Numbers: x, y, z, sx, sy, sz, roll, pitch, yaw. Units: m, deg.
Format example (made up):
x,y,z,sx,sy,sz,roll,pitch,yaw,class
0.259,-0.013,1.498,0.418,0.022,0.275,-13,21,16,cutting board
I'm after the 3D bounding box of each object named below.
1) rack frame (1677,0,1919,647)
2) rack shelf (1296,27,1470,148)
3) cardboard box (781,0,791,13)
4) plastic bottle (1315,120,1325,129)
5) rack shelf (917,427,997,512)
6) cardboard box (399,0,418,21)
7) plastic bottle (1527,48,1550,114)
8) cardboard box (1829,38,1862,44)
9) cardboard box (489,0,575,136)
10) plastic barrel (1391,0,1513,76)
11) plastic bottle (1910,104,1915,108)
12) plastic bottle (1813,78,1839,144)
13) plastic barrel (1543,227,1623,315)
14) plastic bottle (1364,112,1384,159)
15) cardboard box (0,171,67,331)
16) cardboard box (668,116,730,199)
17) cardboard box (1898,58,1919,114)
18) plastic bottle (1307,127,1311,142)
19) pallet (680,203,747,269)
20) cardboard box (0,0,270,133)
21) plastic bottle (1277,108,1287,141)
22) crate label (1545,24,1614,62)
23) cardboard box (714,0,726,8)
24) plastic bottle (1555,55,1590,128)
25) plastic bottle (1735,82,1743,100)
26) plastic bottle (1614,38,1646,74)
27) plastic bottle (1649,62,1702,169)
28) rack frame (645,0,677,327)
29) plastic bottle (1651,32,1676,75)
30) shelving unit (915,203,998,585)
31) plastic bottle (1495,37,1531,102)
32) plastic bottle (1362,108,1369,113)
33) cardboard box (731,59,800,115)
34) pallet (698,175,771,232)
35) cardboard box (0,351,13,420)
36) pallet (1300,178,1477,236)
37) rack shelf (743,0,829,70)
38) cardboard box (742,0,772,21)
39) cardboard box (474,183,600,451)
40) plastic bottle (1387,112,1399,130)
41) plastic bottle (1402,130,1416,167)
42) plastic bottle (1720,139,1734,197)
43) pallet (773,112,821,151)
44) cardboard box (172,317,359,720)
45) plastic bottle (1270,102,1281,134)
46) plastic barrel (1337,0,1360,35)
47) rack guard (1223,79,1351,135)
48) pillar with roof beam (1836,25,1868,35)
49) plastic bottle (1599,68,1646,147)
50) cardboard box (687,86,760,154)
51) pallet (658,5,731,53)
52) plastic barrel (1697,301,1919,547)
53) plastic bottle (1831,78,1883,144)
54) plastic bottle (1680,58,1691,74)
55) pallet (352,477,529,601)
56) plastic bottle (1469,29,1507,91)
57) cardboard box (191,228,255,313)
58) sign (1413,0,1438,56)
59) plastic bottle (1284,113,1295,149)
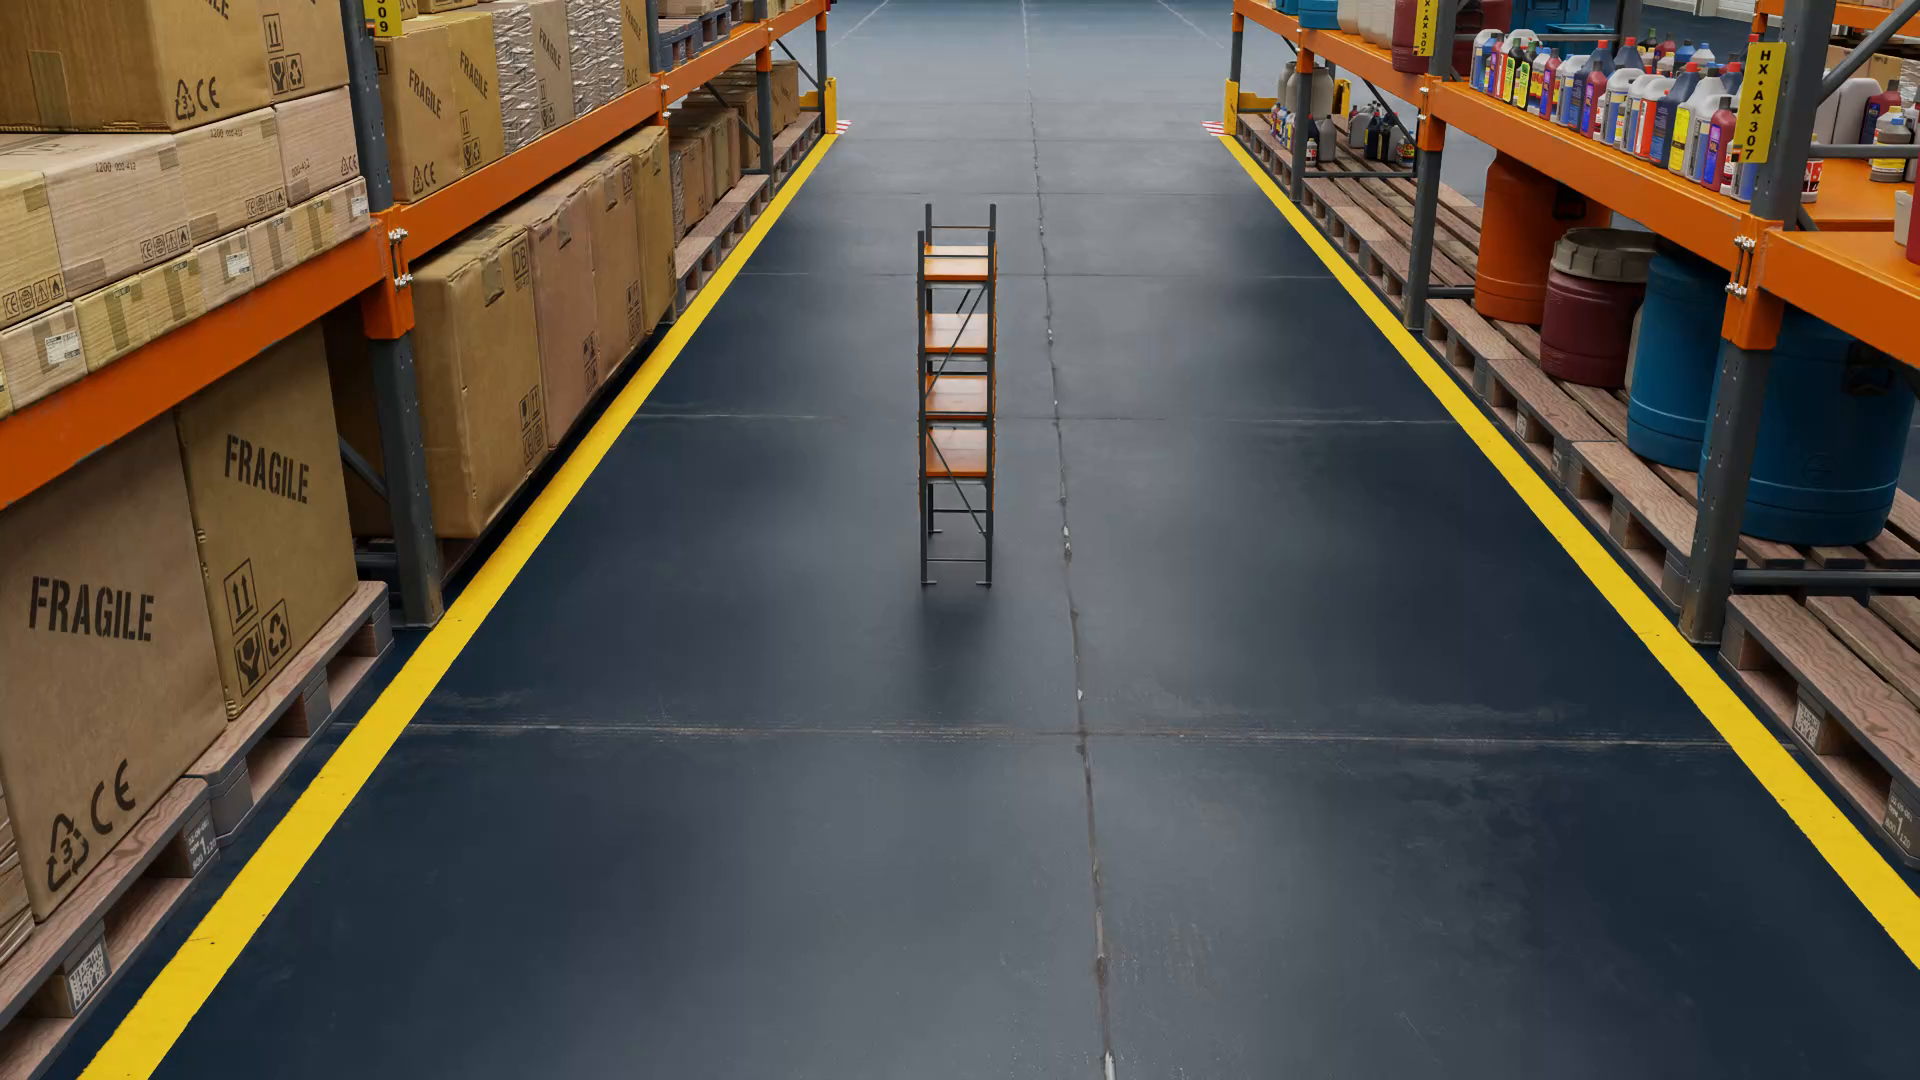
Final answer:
x,y,z,sx,sy,sz,roll,pitch,yaw,class
2.777,-1.083,4.673,1.000,3.000,0.127,1,21,2,rack frame
2.959,-2.917,10.394,1.077,0.370,4.000,1,21,2,rack shelf
-1.576,-4.348,13.436,0.380,0.149,0.250,1,21,2,cardboard box
2.906,-3.223,13.347,0.152,0.276,0.135,1,21,2,plastic bottle
-0.005,-0.252,5.754,0.258,0.148,0.480,1,21,2,rack shelf
-2.163,-1.883,5.209,0.797,0.503,0.637,0,21,0,cardboard box
2.506,-1.975,7.151,0.097,0.271,0.097,0,21,0,plastic bottle
7.841,-4.257,15.037,0.500,0.500,0.500,1,21,2,cardboard box
-1.870,-1.897,6.633,0.500,0.500,0.500,1,21,3,cardboard box
2.610,-2.763,8.816,0.600,0.536,0.708,1,21,2,plastic barrel
3.213,-1.360,5.565,0.097,0.271,0.097,0,21,0,plastic bottle
3.048,-1.524,5.983,0.152,0.276,0.135,1,21,2,plastic bottle
2.973,-1.183,7.789,0.421,0.512,0.421,0,21,0,plastic barrel
3.315,-3.234,13.272,0.144,0.351,0.185,1,21,2,plastic bottle
-1.973,-0.489,2.938,0.500,0.250,0.500,0,21,1,cardboard box
-2.004,-2.675,11.625,0.700,0.500,0.500,1,21,1,cardboard box
7.793,-3.534,13.173,0.500,0.500,0.500,1,21,2,cardboard box
2.705,-3.092,12.997,0.061,0.283,0.133,2,21,4,plastic bottle
-1.987,-2.006,10.907,1.003,0.211,1.213,1,21,2,pallet
-1.940,-1.205,3.748,0.500,0.500,0.500,1,21,2,cardboard box
2.761,-3.542,14.175,0.097,0.271,0.097,0,21,0,plastic bottle
3.286,-2.599,8.812,0.303,0.233,0.416,1,21,2,crate label
-1.891,-3.646,10.555,0.797,0.503,0.637,3,21,7,cardboard box
2.520,-1.817,6.736,0.152,0.276,0.135,1,21,2,plastic bottle
2.622,-1.394,5.543,0.144,0.351,0.185,1,21,2,plastic bottle
2.667,-1.841,6.695,0.144,0.351,0.185,1,21,2,plastic bottle
2.483,-1.462,5.720,0.144,0.351,0.185,1,21,2,plastic bottle
-2.052,-2.583,8.540,1.000,3.000,0.127,1,21,2,rack frame
3.305,-2.240,7.817,0.061,0.283,0.133,1,21,2,plastic bottle
-0.005,-0.500,5.658,0.258,1.200,0.503,1,21,2,shelving unit
2.548,-2.151,7.597,0.152,0.276,0.135,1,21,2,plastic bottle
3.485,-3.547,14.181,0.152,0.276,0.135,0,21,0,plastic bottle
-1.845,-4.281,15.790,0.500,0.500,0.500,5,22,12,cardboard box
-1.953,-2.448,12.047,1.003,0.211,1.213,1,21,2,pallet
-1.910,-0.255,2.886,0.380,0.149,0.250,0,21,0,cardboard box
3.035,-2.391,11.899,1.003,0.211,1.213,1,21,2,pallet
-1.870,-4.417,14.262,1.077,0.370,4.000,1,21,2,rack shelf
-1.624,-3.987,12.505,0.380,0.149,0.250,1,21,2,cardboard box
-2.148,-0.897,6.551,1.225,0.875,0.875,0,21,0,cardboard box
3.459,-3.233,13.267,0.144,0.351,0.185,1,21,3,plastic bottle
3.468,-3.019,12.826,0.097,0.271,0.097,0,21,0,plastic bottle
2.442,-1.178,5.194,0.097,0.201,0.097,0,21,0,plastic bottle
-1.871,-3.855,15.673,1.003,0.211,1.213,1,21,2,pallet
-2.274,-0.105,4.509,0.875,0.875,0.875,1,21,2,cardboard box
2.775,-3.703,14.588,0.097,0.271,0.097,0,21,0,plastic bottle
2.772,-3.695,11.218,0.433,0.535,0.433,0,21,0,plastic barrel
3.186,-4.228,16.235,1.175,0.500,0.348,1,21,2,rack guard
9.949,-12.233,25.116,9.100,9.000,0.400,1,21,2,pillar with roof beam
2.503,-1.618,6.223,0.152,0.276,0.135,1,21,2,plastic bottle
-1.869,-3.412,13.550,0.500,0.500,0.500,8,22,19,cardboard box
-2.033,-3.210,10.421,1.003,0.211,1.213,1,21,2,pallet
2.810,-0.497,5.483,0.600,0.901,0.708,1,21,2,plastic barrel
3.200,-1.523,5.978,0.152,0.276,0.135,1,21,2,plastic bottle
3.275,-2.055,7.453,0.097,0.201,0.097,0,21,0,plastic bottle
-2.226,-0.117,6.039,1.003,0.211,1.213,1,21,2,pallet
2.562,-2.318,8.028,0.152,0.276,0.135,1,21,2,plastic bottle
-1.879,-0.627,3.846,0.380,0.149,0.250,1,21,3,cardboard box
2.348,-2.609,8.380,0.100,0.325,0.005,1,21,2,sign
2.776,-3.391,13.780,0.152,0.276,0.135,1,21,3,plastic bottle
